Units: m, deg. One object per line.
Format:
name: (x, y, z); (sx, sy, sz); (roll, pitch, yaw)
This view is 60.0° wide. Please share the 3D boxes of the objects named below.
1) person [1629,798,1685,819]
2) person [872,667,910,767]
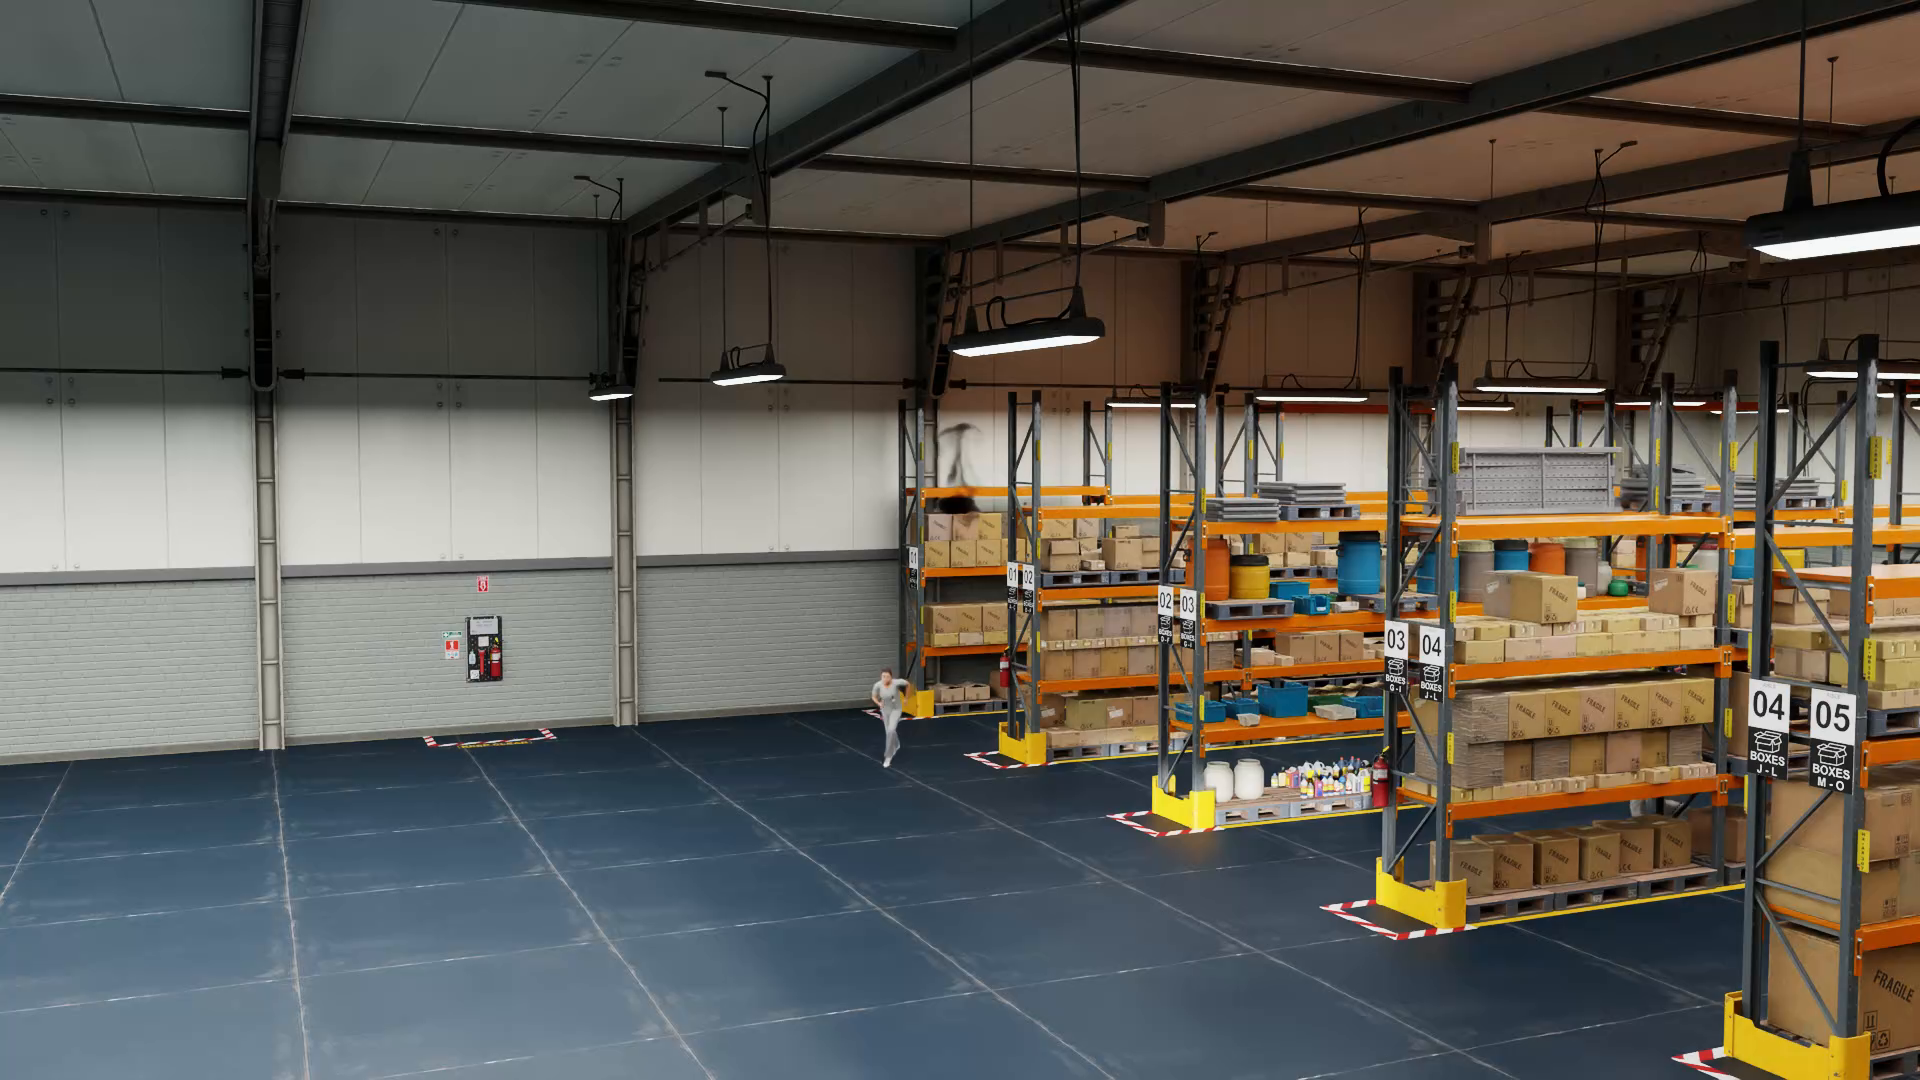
person: (9.026, 3.033, 21.635); (0.880, 1.765, 0.711); (-1, 4, -22)
person: (-1.095, 2.822, 26.868); (0.605, 1.625, 0.925); (1, 3, 9)
